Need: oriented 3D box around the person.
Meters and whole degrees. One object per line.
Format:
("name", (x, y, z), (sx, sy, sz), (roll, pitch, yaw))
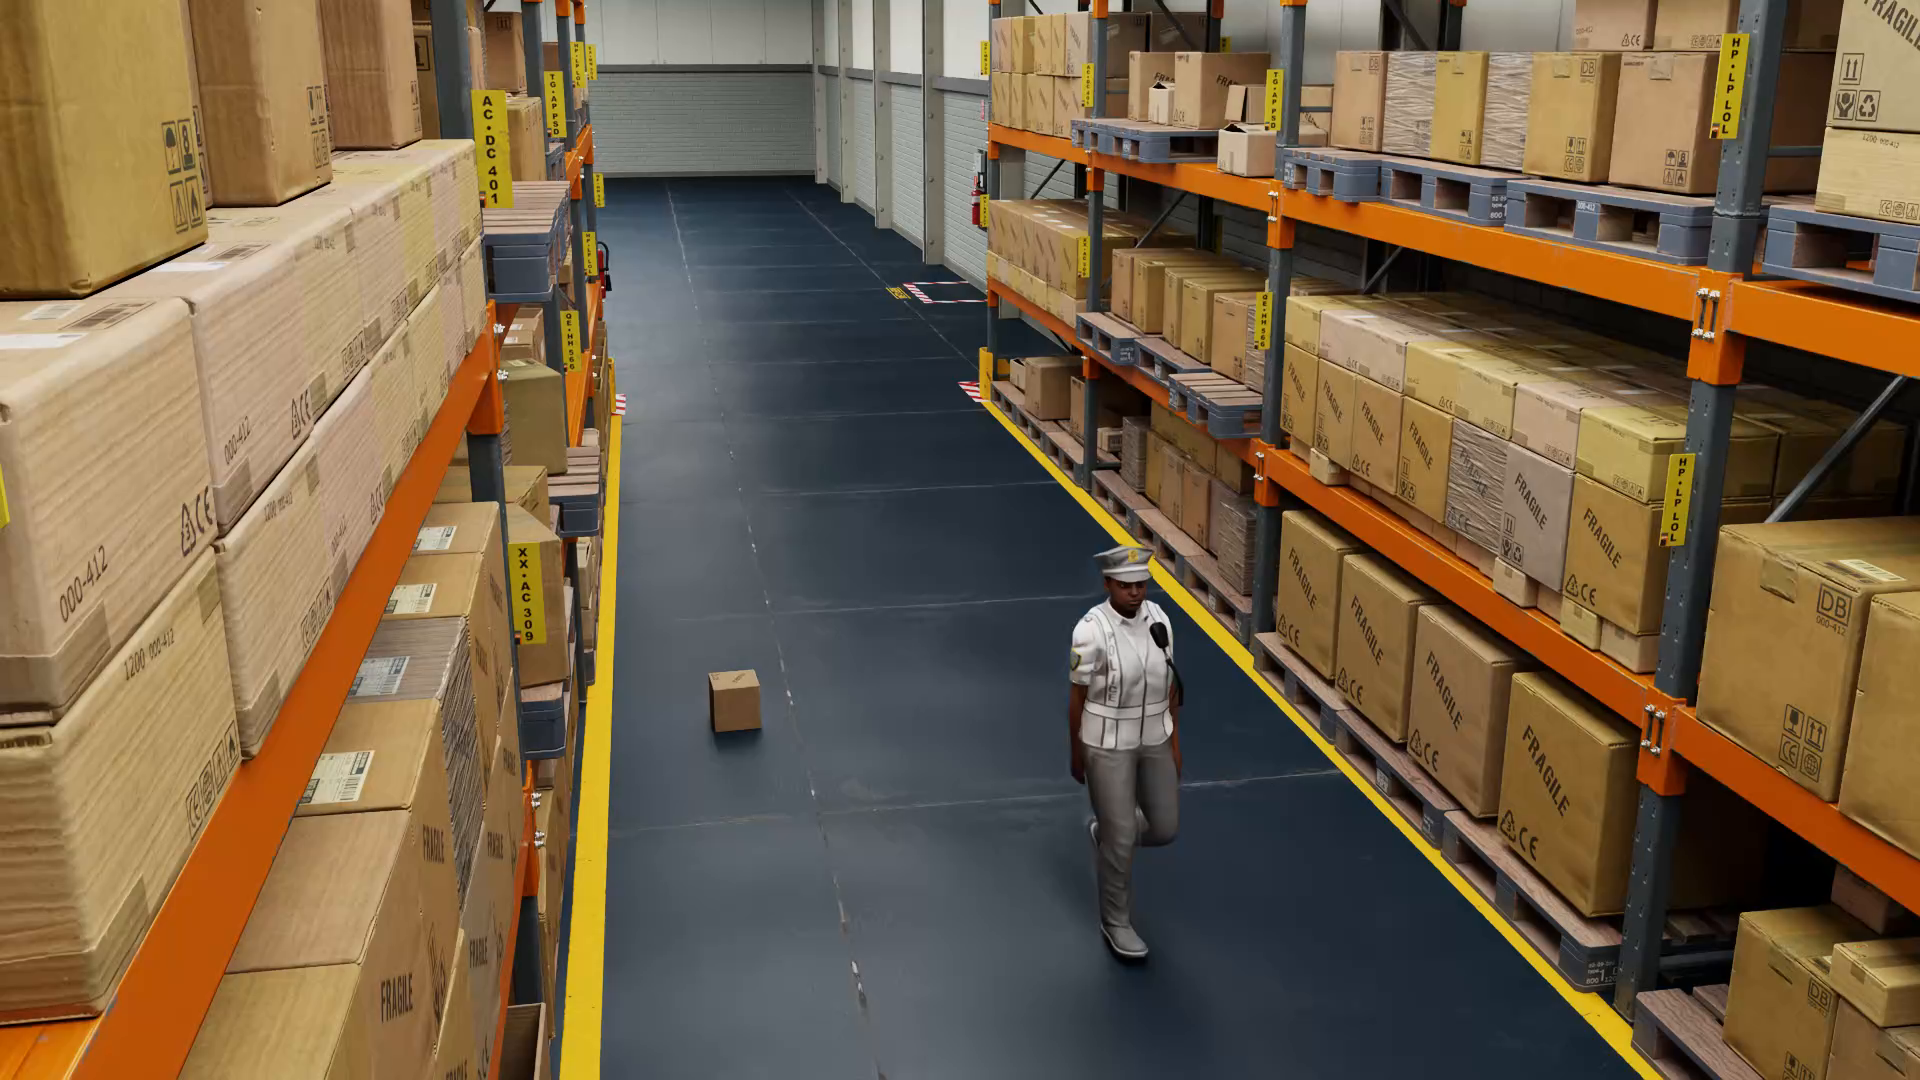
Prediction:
("person", (0.654, 0.802, 6.713), (0.454, 1.662, 0.618), (-8, 18, -25))
